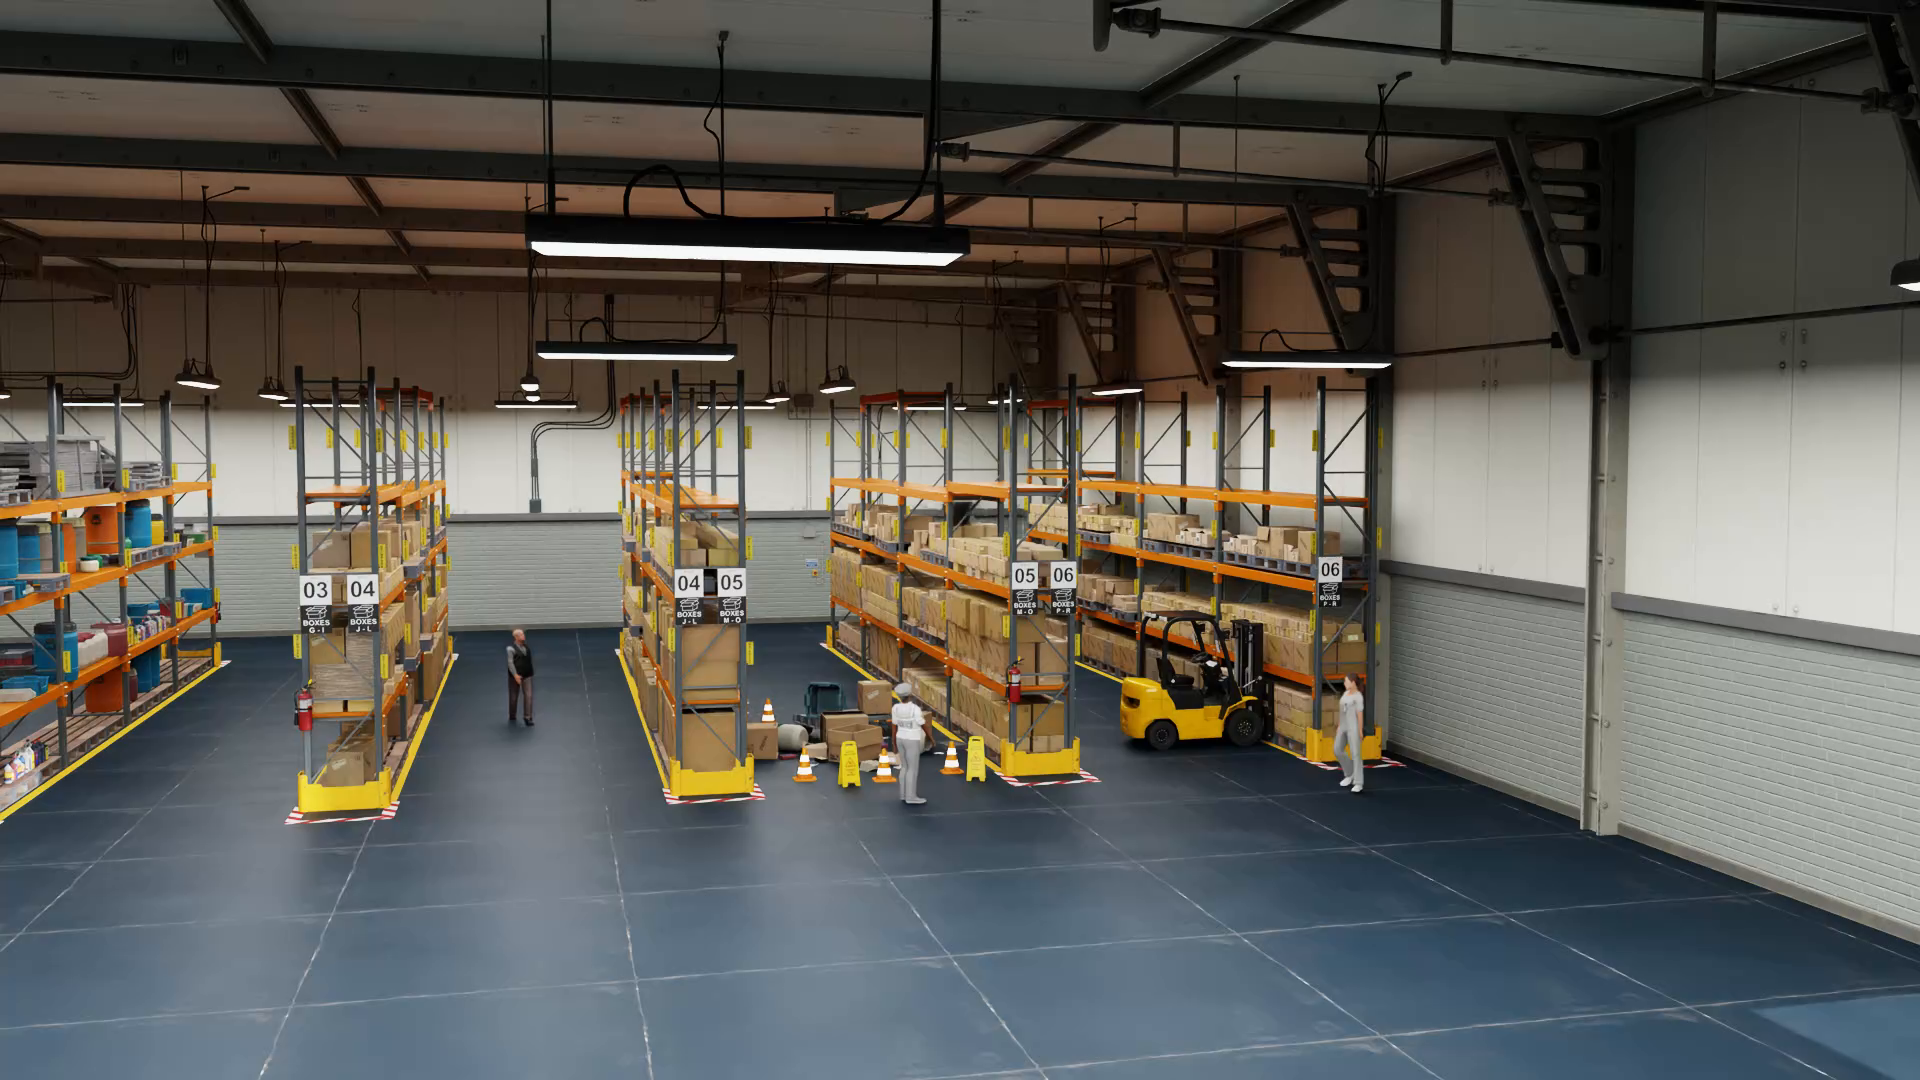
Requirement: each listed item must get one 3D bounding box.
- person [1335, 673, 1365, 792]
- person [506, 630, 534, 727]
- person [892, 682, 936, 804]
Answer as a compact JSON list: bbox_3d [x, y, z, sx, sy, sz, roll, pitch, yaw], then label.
[{"bbox_3d":[5.635,2.742,23.815,0.395,1.703,0.517,-1,4,-20],"label":"person"},{"bbox_3d":[-7.738,2.432,29.257,0.482,1.685,0.971,-1,4,-22],"label":"person"},{"bbox_3d":[-0.660,2.795,22.925,0.592,1.687,0.475,-3,4,-37],"label":"person"}]
